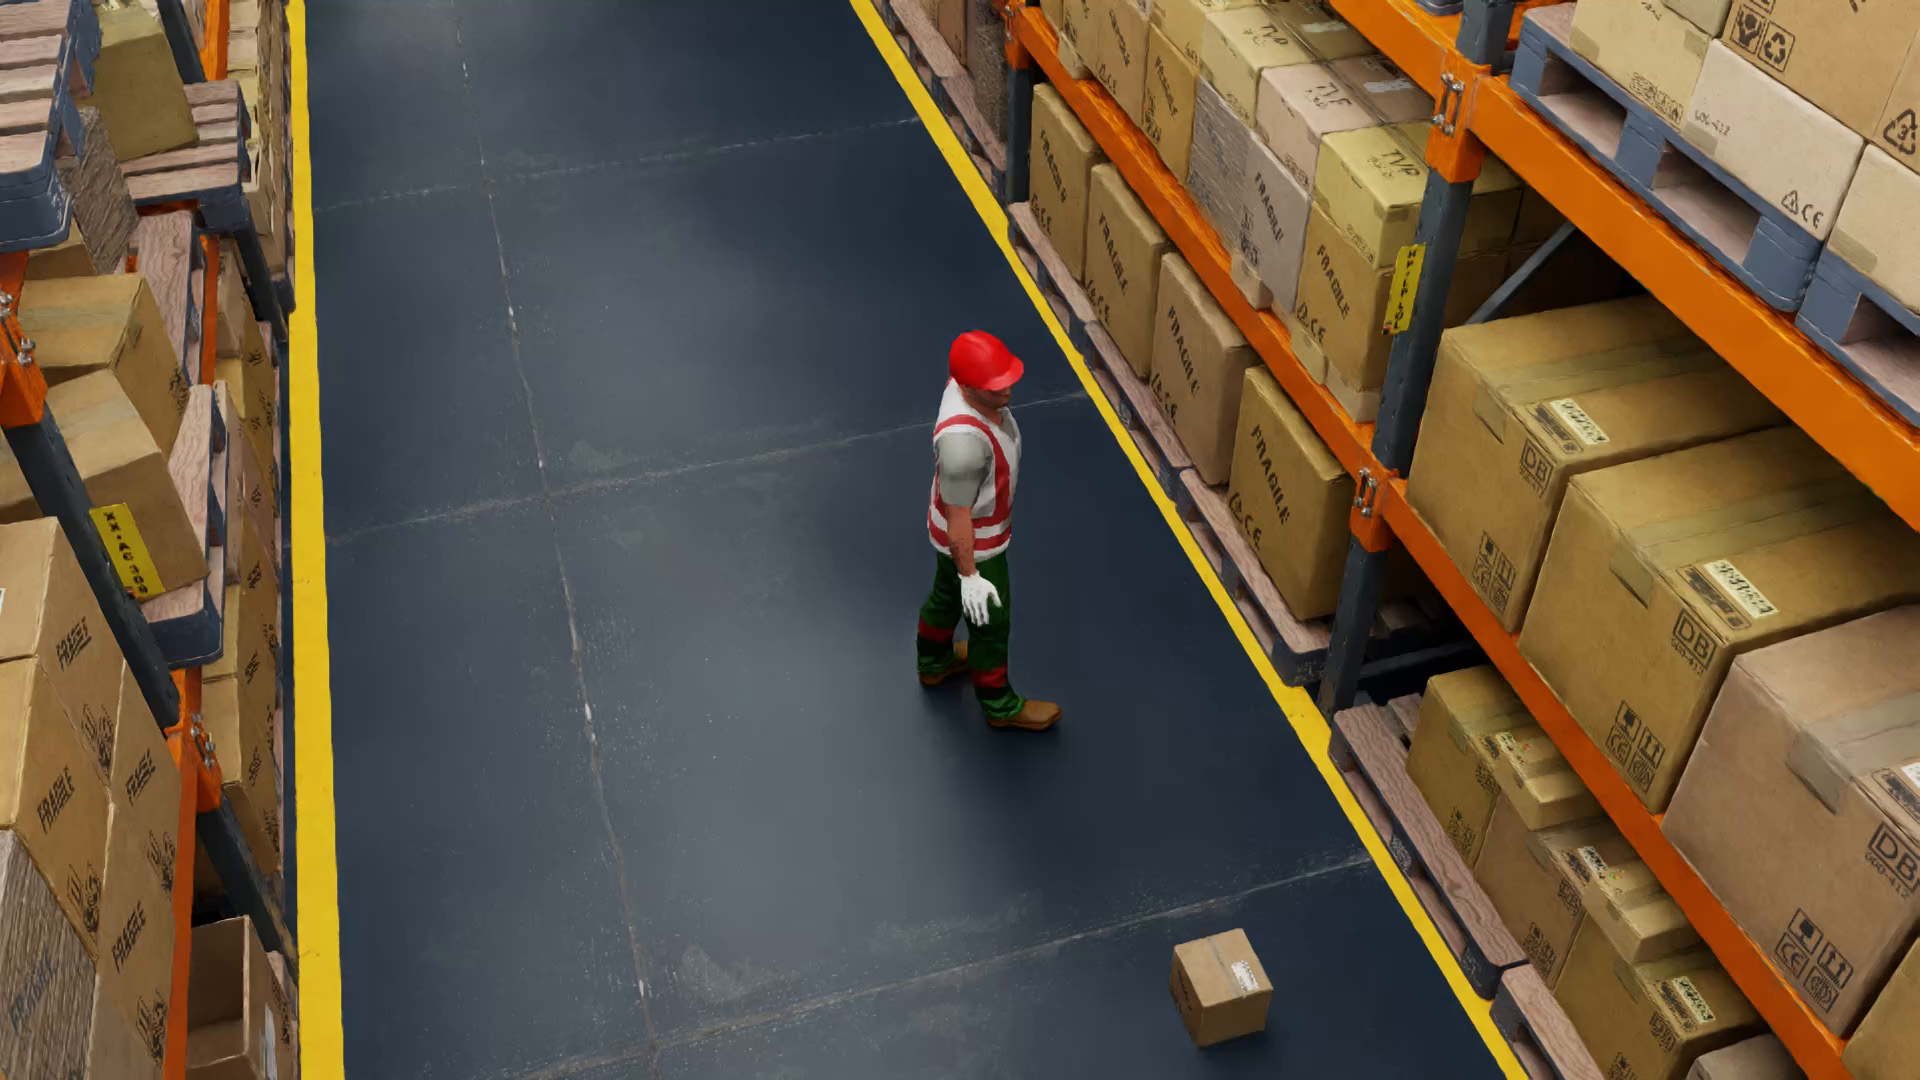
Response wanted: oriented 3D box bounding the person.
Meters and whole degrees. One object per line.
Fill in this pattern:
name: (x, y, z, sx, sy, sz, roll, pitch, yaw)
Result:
person: (0.114, -0.009, 6.116, 0.586, 1.787, 0.682, 0, 42, 0)
